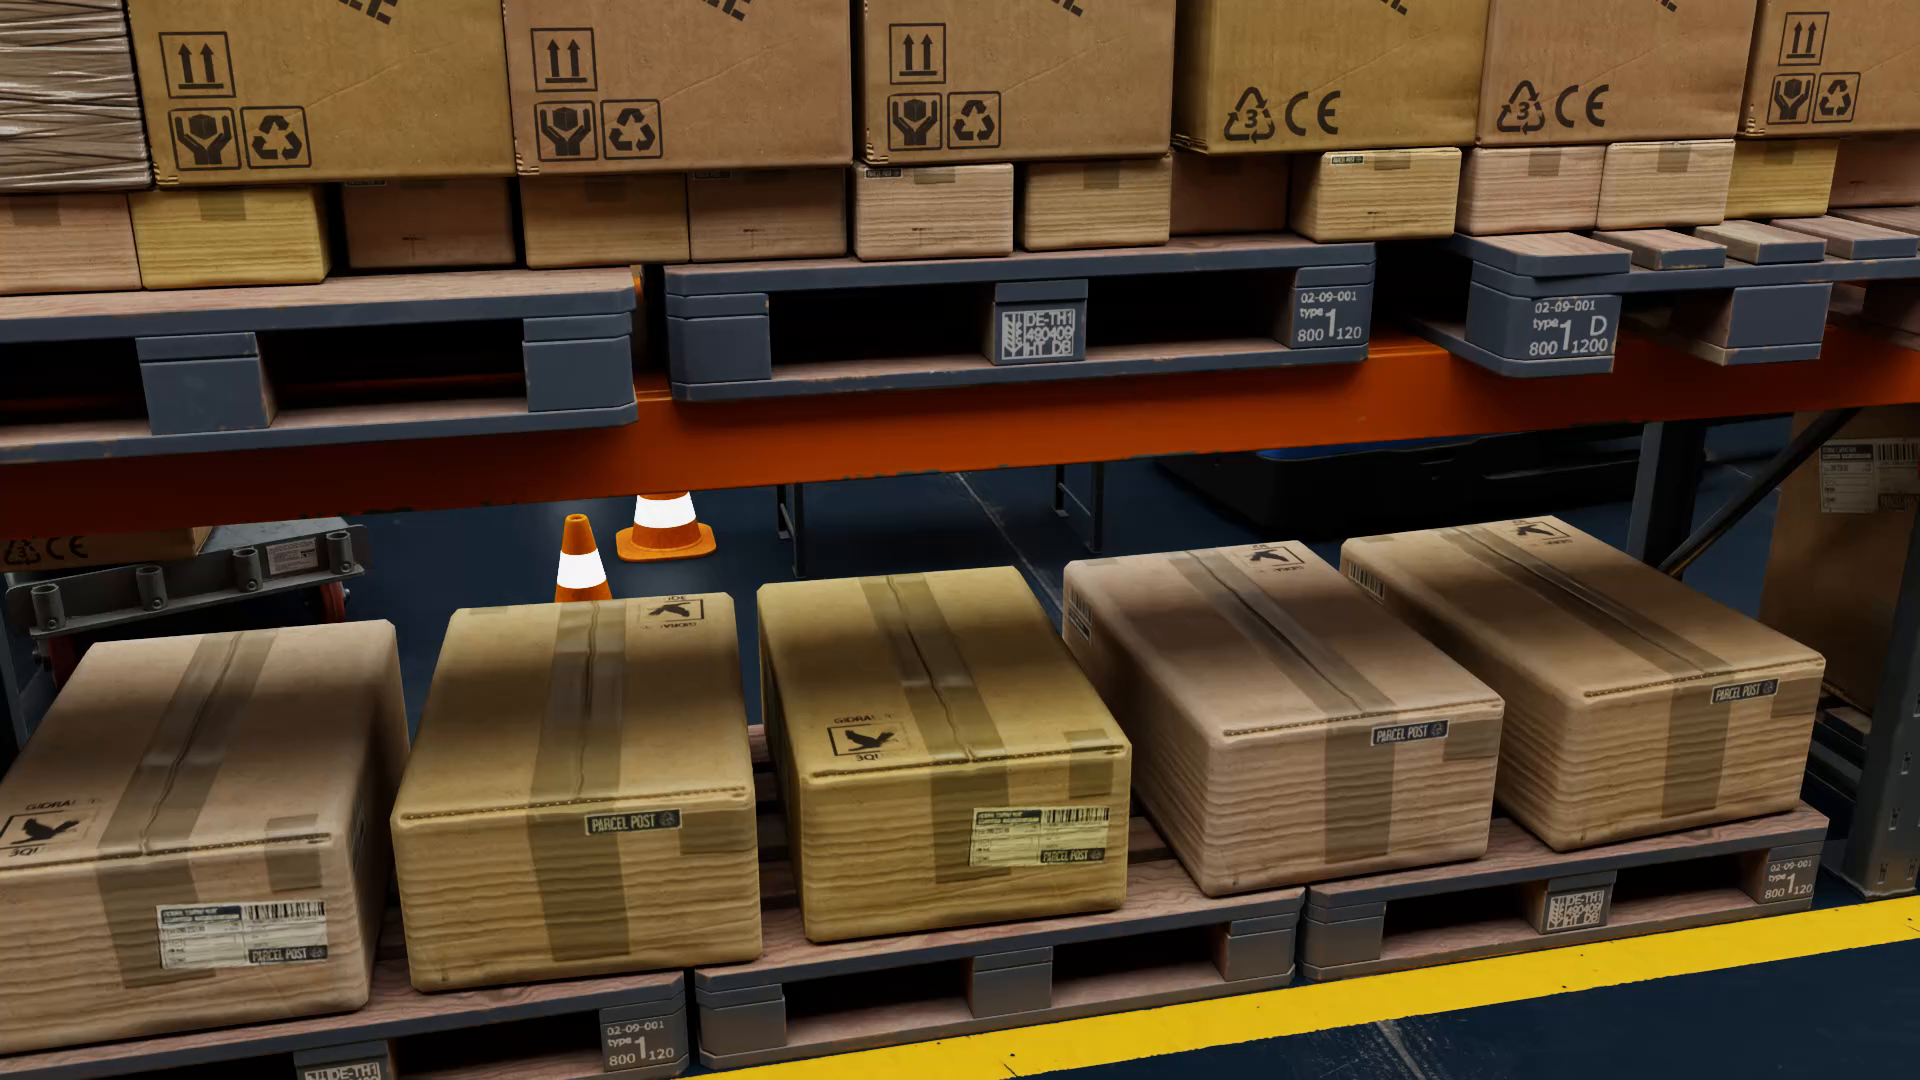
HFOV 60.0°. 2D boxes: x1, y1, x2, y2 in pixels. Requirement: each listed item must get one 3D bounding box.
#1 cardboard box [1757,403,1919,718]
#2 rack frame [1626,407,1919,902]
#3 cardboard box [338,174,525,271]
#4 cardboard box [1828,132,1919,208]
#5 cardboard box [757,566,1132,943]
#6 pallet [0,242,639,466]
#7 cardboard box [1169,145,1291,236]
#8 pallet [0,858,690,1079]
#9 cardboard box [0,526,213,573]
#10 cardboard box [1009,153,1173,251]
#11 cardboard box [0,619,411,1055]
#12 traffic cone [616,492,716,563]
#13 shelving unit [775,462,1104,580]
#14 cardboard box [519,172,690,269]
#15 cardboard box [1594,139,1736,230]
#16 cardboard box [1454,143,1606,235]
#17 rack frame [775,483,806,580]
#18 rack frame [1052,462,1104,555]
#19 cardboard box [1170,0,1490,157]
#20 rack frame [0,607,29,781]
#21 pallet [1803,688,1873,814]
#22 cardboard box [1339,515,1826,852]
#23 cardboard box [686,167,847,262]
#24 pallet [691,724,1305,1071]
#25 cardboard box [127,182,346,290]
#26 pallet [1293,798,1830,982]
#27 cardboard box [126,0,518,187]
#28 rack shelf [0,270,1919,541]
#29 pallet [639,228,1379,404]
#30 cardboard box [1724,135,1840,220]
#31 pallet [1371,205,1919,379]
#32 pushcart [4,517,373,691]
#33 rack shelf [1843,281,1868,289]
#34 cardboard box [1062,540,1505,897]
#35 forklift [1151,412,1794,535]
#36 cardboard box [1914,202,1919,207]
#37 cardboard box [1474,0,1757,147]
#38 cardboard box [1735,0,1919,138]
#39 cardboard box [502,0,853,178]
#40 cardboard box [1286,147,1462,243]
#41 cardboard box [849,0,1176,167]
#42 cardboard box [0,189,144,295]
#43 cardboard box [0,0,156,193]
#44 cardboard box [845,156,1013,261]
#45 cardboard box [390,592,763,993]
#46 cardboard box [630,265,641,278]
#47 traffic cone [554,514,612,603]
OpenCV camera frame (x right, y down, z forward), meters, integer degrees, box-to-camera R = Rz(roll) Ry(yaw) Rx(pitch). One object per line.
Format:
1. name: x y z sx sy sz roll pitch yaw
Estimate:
1. cardboard box: 2.625 -0.013 3.968 0.875 0.875 0.875 -5 21 -13
2. rack frame: 1.934 -0.787 3.601 0.127 3.000 1.000 -5 21 -12
3. cardboard box: -0.845 -0.552 2.716 0.250 0.149 0.380 -3 20 -9
4. cardboard box: 1.669 -0.761 3.286 0.250 0.149 0.380 -4 20 -10
5. cardboard box: -0.074 0.411 3.543 0.625 0.372 0.950 -4 20 -11
6. pallet: -1.181 -0.392 2.802 1.213 0.211 1.003 -5 21 -12
7. cardboard box: 0.405 -0.659 3.009 0.250 0.149 0.380 -4 21 -12
8. pallet: -1.201 0.777 3.386 1.213 0.211 1.003 -5 21 -12
9. cardboard box: -2.398 -0.245 4.657 0.500 0.500 0.500 -5 21 -12
10. cardboard box: 0.179 -0.612 2.879 0.250 0.149 0.380 -5 21 -14
11. cardboard box: -1.449 0.524 3.232 0.625 0.372 0.950 -4 21 -12
12. traffic cone: -1.022 -0.203 5.697 0.334 0.463 0.336 -5 21 -12
13. shelving unit: -0.083 -0.697 5.538 1.048 1.500 0.538 -5 21 -12
14. cardboard box: -0.585 -0.559 2.733 0.250 0.149 0.380 -4 21 -12
15. cardboard box: 1.190 -0.681 3.067 0.250 0.149 0.380 -5 21 -13
16. cardboard box: 0.943 -0.664 3.020 0.250 0.149 0.380 -6 21 -15
17. rack frame: -0.578 -0.657 5.428 0.032 1.500 0.500 -5 21 -12
18. rack frame: 0.412 -0.738 5.648 0.032 1.500 0.500 -5 21 -12
19. cardboard box: 0.564 -0.957 2.877 0.500 0.500 0.500 -6 21 -16
20. rack frame: -1.959 -0.470 2.737 0.127 3.000 1.000 -5 21 -12
21. pallet: 2.719 0.485 4.182 1.213 0.211 1.003 -5 21 -12
22. cardboard box: 1.382 0.291 3.868 0.625 0.372 0.950 -6 21 -16
23. cardboard box: -0.344 -0.577 2.785 0.250 0.149 0.380 -4 21 -12
24. pallet: -0.012 0.679 3.653 1.213 0.211 1.003 -5 21 -12
25. cardboard box: -1.103 -0.504 2.585 0.250 0.149 0.380 -4 21 -11
26. pallet: 1.173 0.584 3.913 1.213 0.211 1.003 -5 21 -12
27. cardboard box: -0.949 -0.835 2.544 0.500 0.500 0.500 -5 21 -12
28. rack shelf: -0.012 -0.291 3.293 4.000 0.370 1.077 -5 21 -12
29. pallet: 0.017 -0.526 3.169 1.213 0.211 1.003 -5 21 -12
30. cardboard box: 1.425 -0.716 3.162 0.250 0.149 0.380 -4 21 -12
31. pallet: 1.265 -0.605 3.383 1.003 0.211 1.213 -5 21 -12
32. pushcart: -2.532 0.002 5.261 0.936 0.377 1.648 -13 24 -31
33. rack shelf: 3.880 -0.607 4.157 4.000 0.370 1.077 -5 21 -12
34. cardboard box: 0.666 0.352 3.701 0.625 0.372 0.950 -5 21 -14
35. forklift: 2.286 -1.696 6.183 3.031 2.935 1.130 -7 21 -20
36. cardboard box: 2.366 -0.843 3.974 0.500 0.250 0.500 -5 21 -14
37. cardboard box: 1.055 -0.997 2.987 0.500 0.500 0.500 -5 21 -13
38. cardboard box: 1.556 -1.041 3.108 0.500 0.500 0.500 -5 21 -14
39. cardboard box: -0.465 -0.869 2.639 0.500 0.500 0.500 -5 21 -13
40. cardboard box: 0.678 -0.637 2.948 0.250 0.149 0.380 -4 21 -12
41. cardboard box: 0.033 -0.914 2.760 0.500 0.500 0.500 -6 21 -15
42. cardboard box: -1.348 -0.487 2.539 0.250 0.149 0.380 -4 21 -12
43. cardboard box: -1.437 -0.795 2.436 0.500 0.500 0.500 -4 21 -11
44. cardboard box: -0.073 -0.581 2.795 0.250 0.149 0.380 -4 20 -10
45. cardboard box: -0.750 0.466 3.391 0.625 0.372 0.950 -3 20 -9
46. cardboard box: -1.673 -1.414 7.974 0.750 0.750 1.050 -5 21 -12
47. traffic cone: -1.074 0.154 4.721 0.334 0.463 0.336 -5 21 -12
